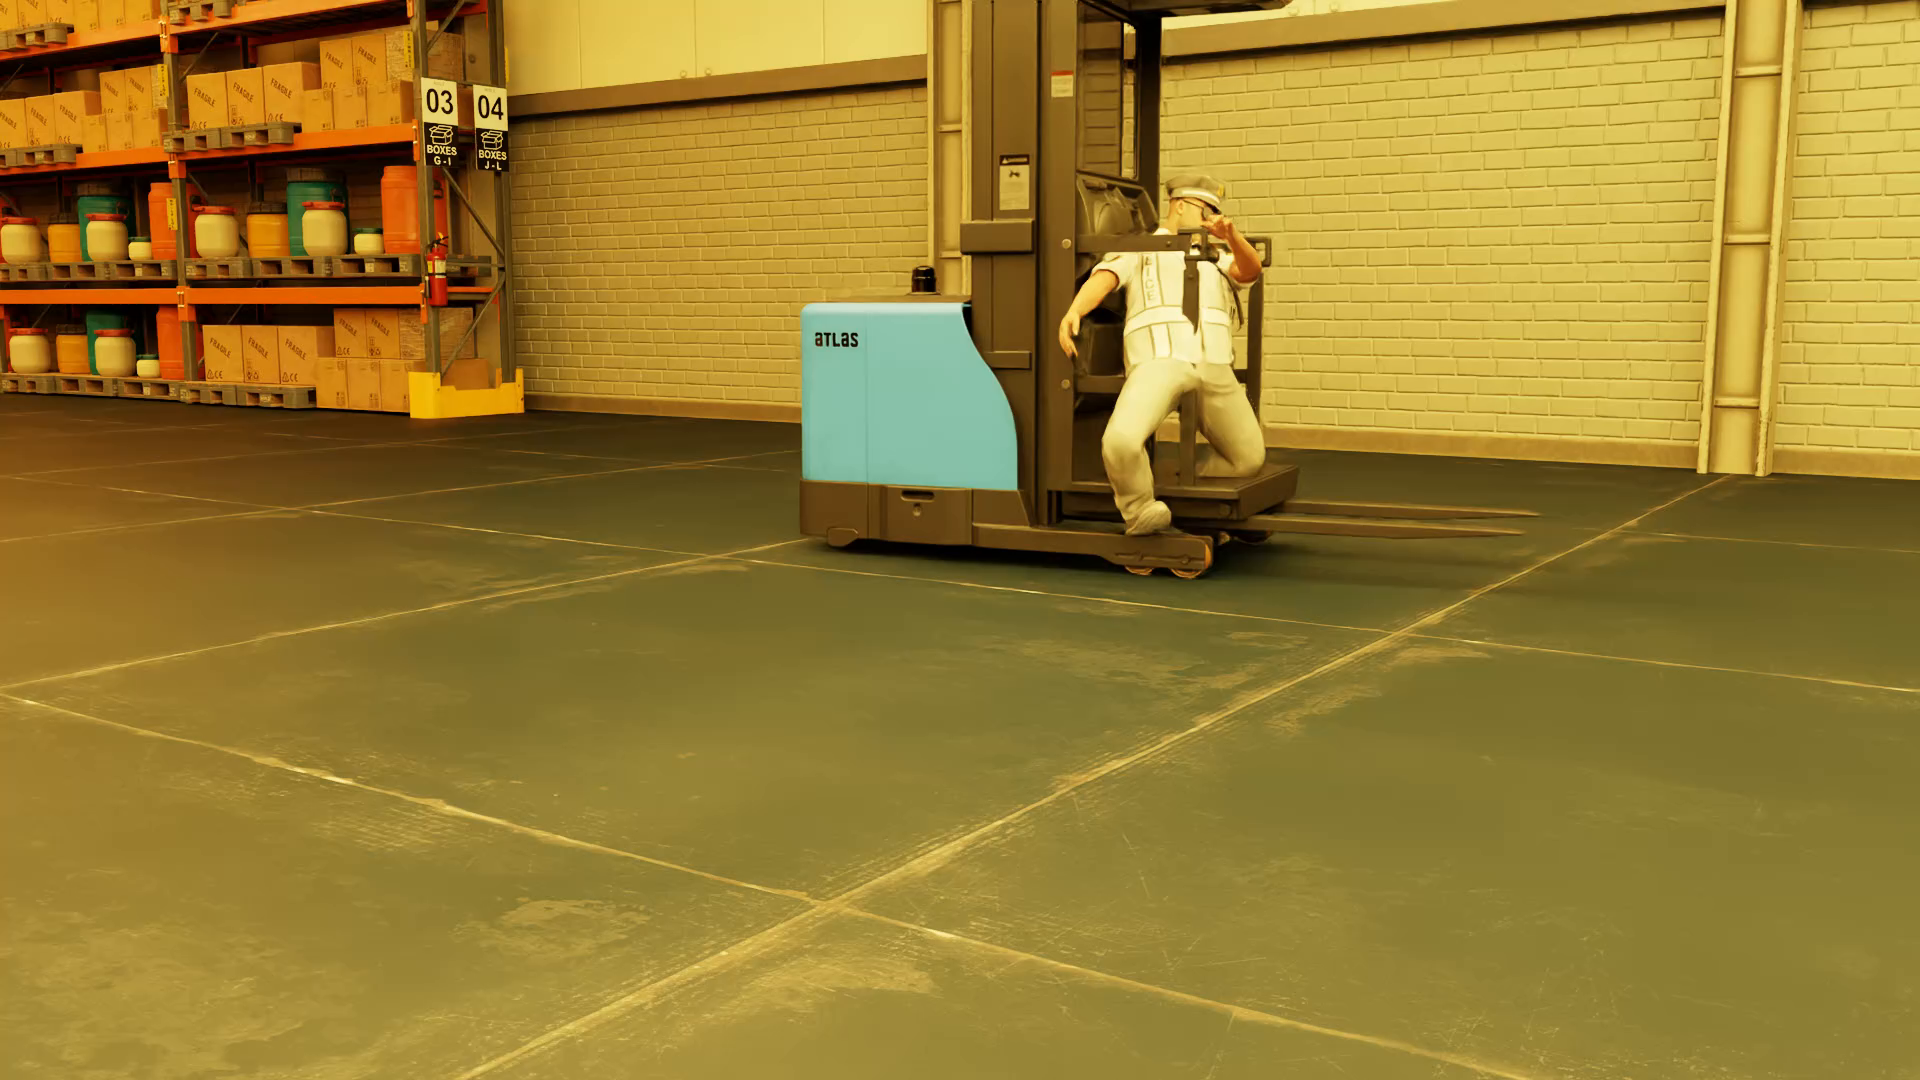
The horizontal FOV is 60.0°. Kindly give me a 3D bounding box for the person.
[{"bbox_3d":[0.792,-0.676,6.586,0.968,1.551,0.818,-4,9,-26],"label":"person"}]

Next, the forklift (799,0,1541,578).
[{"bbox_3d":[0.856,-1.385,6.929,3.031,2.935,1.130,4,9,24],"label":"forklift"}]
